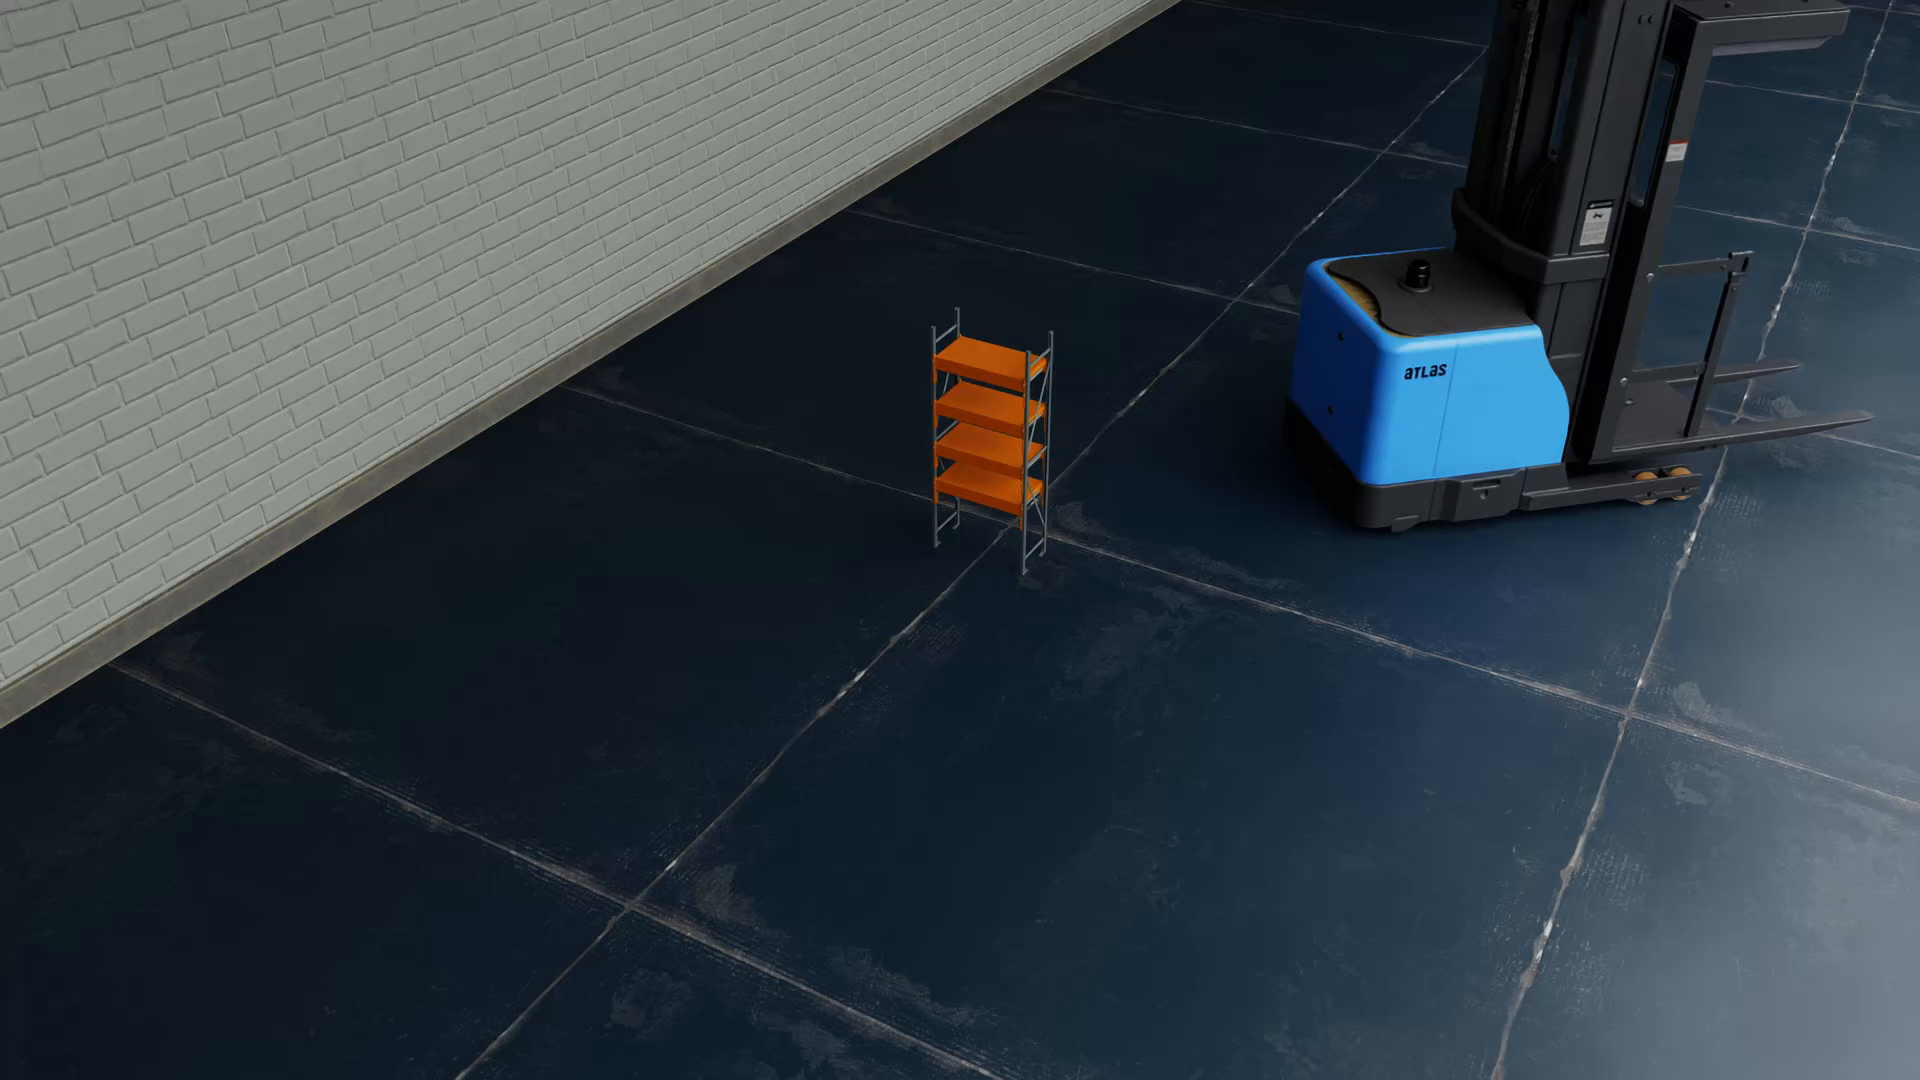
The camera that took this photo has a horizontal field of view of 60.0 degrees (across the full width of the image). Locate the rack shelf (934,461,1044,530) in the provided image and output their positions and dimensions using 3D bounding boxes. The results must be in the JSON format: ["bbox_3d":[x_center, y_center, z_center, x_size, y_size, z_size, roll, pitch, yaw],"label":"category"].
[{"bbox_3d":[0.144,-0.233,7.996,0.480,0.148,0.258,18,37,24],"label":"rack shelf"}]

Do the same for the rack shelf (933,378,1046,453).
[{"bbox_3d":[0.144,-0.584,7.762,0.480,0.148,0.258,18,37,24],"label":"rack shelf"}]

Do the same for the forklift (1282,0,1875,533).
[{"bbox_3d":[3.312,-1.678,8.125,3.031,2.935,1.130,-7,34,-11],"label":"forklift"}]

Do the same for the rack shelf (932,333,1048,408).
[{"bbox_3d":[0.144,-0.781,7.631,0.480,0.148,0.258,18,37,24],"label":"rack shelf"}]

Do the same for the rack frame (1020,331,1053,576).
[{"bbox_3d":[0.356,-0.387,7.748,0.015,1.200,0.240,18,37,24],"label":"rack frame"}]

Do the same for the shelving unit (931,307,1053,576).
[{"bbox_3d":[0.144,-0.454,7.849,0.503,1.200,0.258,18,37,24],"label":"shelving unit"}]

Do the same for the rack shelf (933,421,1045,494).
[{"bbox_3d":[0.144,-0.398,7.886,0.480,0.148,0.258,18,37,24],"label":"rack shelf"}]

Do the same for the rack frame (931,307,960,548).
[{"bbox_3d":[-0.068,-0.521,7.950,0.015,1.200,0.240,18,37,24],"label":"rack frame"}]
